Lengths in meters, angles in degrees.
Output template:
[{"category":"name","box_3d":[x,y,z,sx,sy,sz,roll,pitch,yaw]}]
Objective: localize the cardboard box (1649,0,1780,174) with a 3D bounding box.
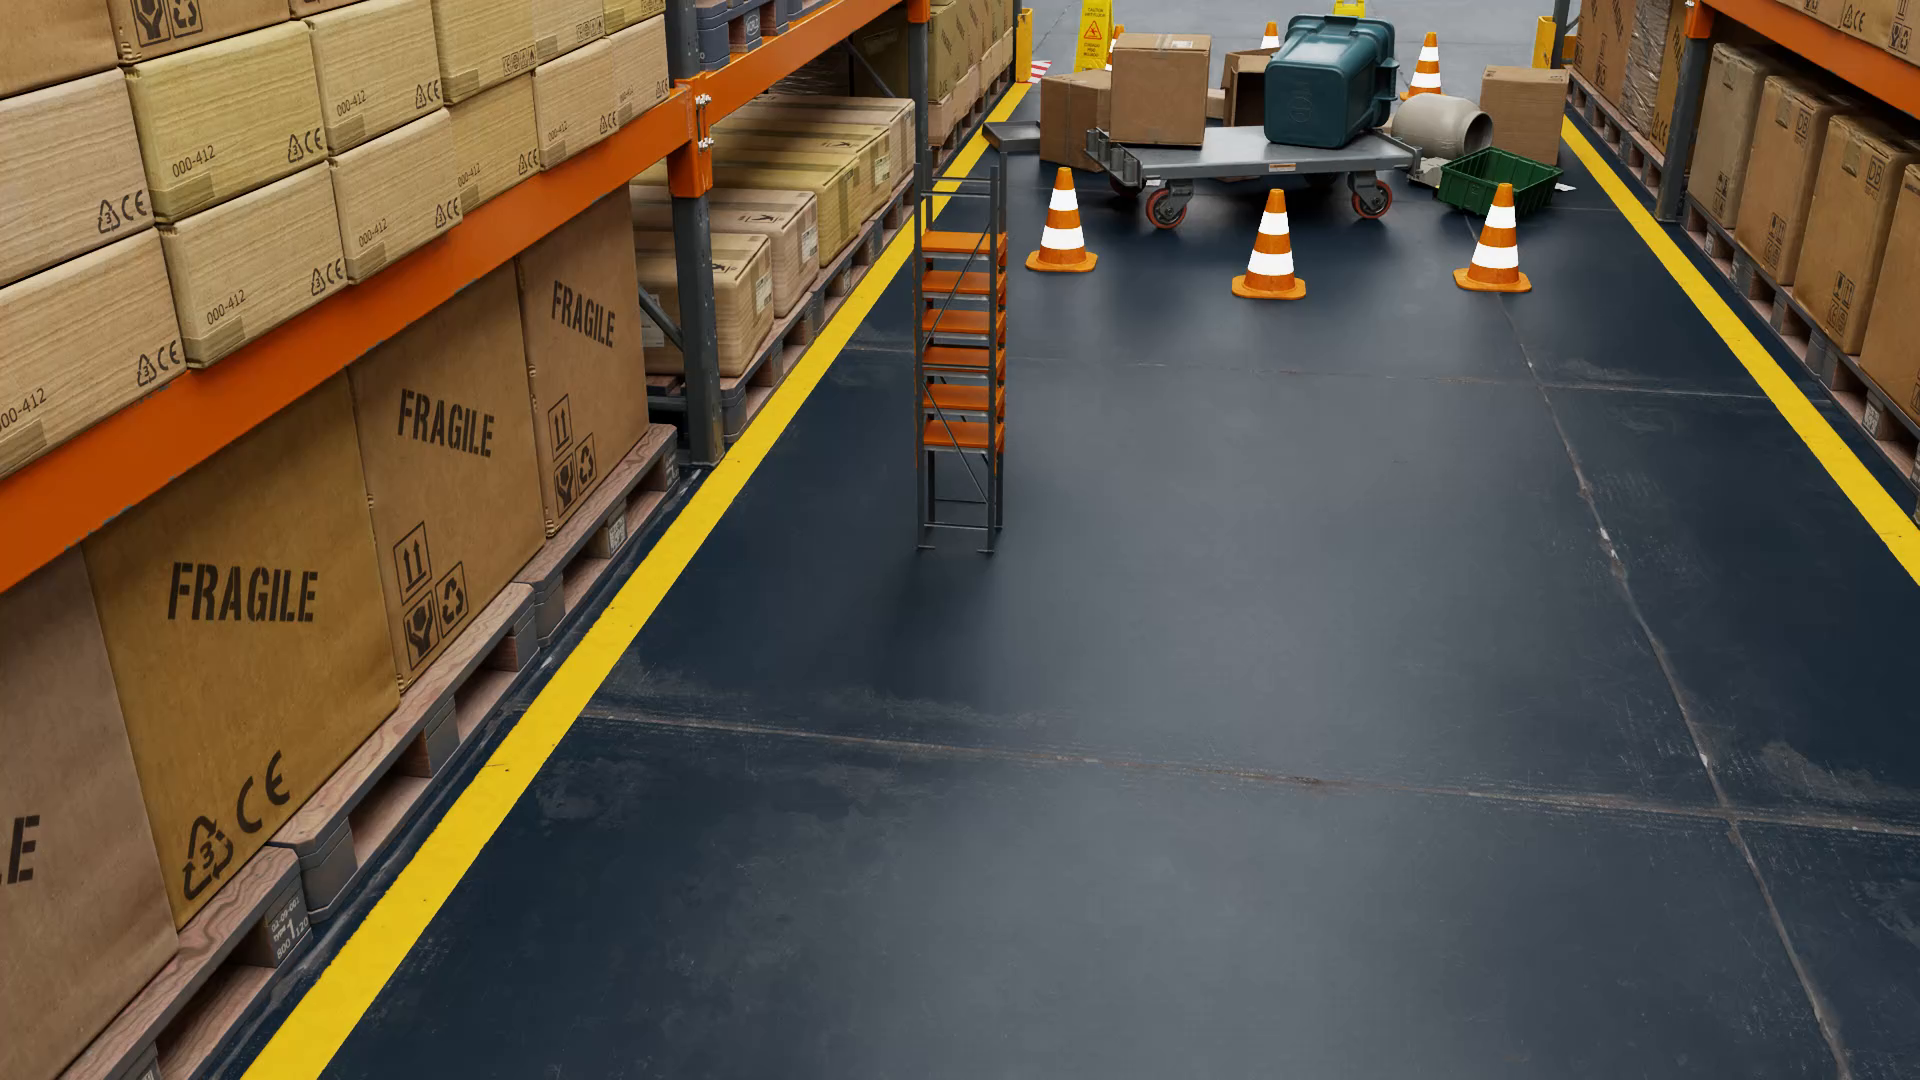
[{"category":"cardboard box","box_3d":[4.392,-2.521,9.109,0.875,0.875,0.875,4,25,9]}]

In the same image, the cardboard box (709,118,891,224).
[{"category":"cardboard box","box_3d":[-0.877,-1.816,8.195,0.950,0.372,0.625,6,26,12]}]

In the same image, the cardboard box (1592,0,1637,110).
[{"category":"cardboard box","box_3d":[4.687,-3.280,10.730,0.875,0.875,0.875,4,25,8]}]

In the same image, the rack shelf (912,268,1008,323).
[{"category":"rack shelf","box_3d":[0.002,-0.727,4.926,0.258,0.103,0.180,4,25,9]}]

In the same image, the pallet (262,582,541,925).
[{"category":"pallet","box_3d":[-1.738,0.433,4.076,1.003,0.211,1.213,4,25,9]}]

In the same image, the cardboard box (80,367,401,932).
[{"category":"cardboard box","box_3d":[-1.825,0.139,3.426,0.875,0.875,0.875,5,26,10]}]

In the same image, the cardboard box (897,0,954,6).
[{"category":"cardboard box","box_3d":[-0.237,-3.191,9.626,0.380,0.149,0.250,4,25,9]}]

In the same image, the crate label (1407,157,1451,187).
[{"category":"crate label","box_3d":[2.749,-2.130,9.638,0.298,0.136,0.250,-14,29,-27]}]

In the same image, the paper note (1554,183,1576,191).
[{"category":"paper note","box_3d":[3.437,-2.035,9.561,0.147,0.020,0.142,-14,29,-27]}]

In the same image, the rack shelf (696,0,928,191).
[{"category":"rack shelf","box_3d":[-1.006,-2.174,7.204,1.077,0.370,4.000,4,25,9]}]

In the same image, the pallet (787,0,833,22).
[{"category":"pallet","box_3d":[-1.050,-2.407,7.080,1.003,0.211,1.213,4,25,9]}]

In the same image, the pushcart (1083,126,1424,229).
[{"category":"pushcart","box_3d":[1.578,-2.011,9.102,1.648,0.377,0.936,-5,25,-10]}]

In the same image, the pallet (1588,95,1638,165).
[{"category":"pallet","box_3d":[4.619,-2.597,10.549,1.003,0.211,1.213,4,25,9]}]

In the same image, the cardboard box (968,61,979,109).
[{"category":"cardboard box","box_3d":[-0.157,-2.955,10.773,0.500,0.250,0.500,4,25,8]}]

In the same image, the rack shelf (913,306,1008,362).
[{"category":"rack shelf","box_3d":[0.002,-0.618,4.977,0.258,0.103,0.180,4,25,9]}]

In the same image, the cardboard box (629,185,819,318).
[{"category":"cardboard box","box_3d":[-1.118,-1.208,6.897,0.950,0.372,0.625,4,25,8]}]

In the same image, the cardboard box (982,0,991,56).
[{"category":"cardboard box","box_3d":[-0.071,-3.511,11.077,0.500,0.500,0.500,3,25,7]}]

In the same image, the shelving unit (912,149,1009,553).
[{"category":"shelving unit","box_3d":[0.002,-0.549,5.009,0.258,1.200,0.189,4,25,9]}]

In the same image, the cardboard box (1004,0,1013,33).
[{"category":"cardboard box","box_3d":[0.100,-3.940,11.993,0.500,0.500,0.500,4,25,9]}]

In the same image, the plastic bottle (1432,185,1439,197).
[{"category":"plastic bottle","box_3d":[2.777,-1.925,9.290,0.133,0.061,0.283,-9,27,-19]}]

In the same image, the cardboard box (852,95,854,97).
[{"category":"cardboard box","box_3d":[-0.848,-2.547,9.901,0.500,0.250,0.500,5,26,11]}]

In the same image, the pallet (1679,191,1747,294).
[{"category":"pallet","box_3d":[4.169,-1.444,8.087,1.003,0.211,1.213,4,25,9]}]

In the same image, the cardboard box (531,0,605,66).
[{"category":"cardboard box","box_3d":[-1.242,-1.387,4.262,0.500,0.250,0.500,3,25,7]}]

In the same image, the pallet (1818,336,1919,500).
[{"category":"pallet","box_3d":[3.770,-0.424,5.907,1.003,0.211,1.213,4,25,9]}]

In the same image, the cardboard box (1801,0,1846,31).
[{"category":"cardboard box","box_3d":[3.620,-2.247,6.394,0.500,0.500,0.500,4,25,9]}]

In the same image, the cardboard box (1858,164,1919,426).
[{"category":"cardboard box","box_3d":[3.755,-0.782,5.541,1.050,0.750,0.750,4,25,8]}]

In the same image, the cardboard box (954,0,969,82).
[{"category":"cardboard box","box_3d":[-0.241,-3.073,10.141,0.500,0.500,0.500,5,26,11]}]

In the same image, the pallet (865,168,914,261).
[{"category":"pallet","box_3d":[-0.805,-1.747,8.734,1.003,0.211,1.213,4,25,9]}]

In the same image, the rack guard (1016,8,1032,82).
[{"category":"rack guard","box_3d":[-0.038,-3.845,12.875,1.175,0.500,0.348,4,25,9]}]

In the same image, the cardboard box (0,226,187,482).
[{"category":"cardboard box","box_3d":[-1.572,-0.305,2.539,0.500,0.250,0.500,3,25,7]}]

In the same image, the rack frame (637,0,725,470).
[{"category":"rack frame","box_3d":[-1.333,-1.663,5.265,1.000,3.000,0.127,4,25,9]}]

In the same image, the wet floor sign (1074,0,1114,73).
[{"category":"wet floor sign","box_3d":[1.061,-3.948,12.923,0.267,0.644,0.232,13,28,26]}]

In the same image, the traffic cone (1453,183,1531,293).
[{"category":"traffic cone","box_3d":[2.512,-1.430,7.760,0.336,0.463,0.334,4,25,9]}]

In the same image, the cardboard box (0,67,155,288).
[{"category":"cardboard box","box_3d":[-1.579,-0.533,2.438,0.500,0.250,0.500,4,25,9]}]

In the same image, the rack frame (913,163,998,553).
[{"category":"rack frame","box_3d":[-0.013,-0.511,4.927,0.240,1.200,0.006,4,25,9]}]

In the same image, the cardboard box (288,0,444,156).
[{"category":"cardboard box","box_3d":[-1.390,-0.954,3.337,0.500,0.250,0.500,3,25,7]}]

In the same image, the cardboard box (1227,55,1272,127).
[{"category":"cardboard box","box_3d":[2.040,-2.638,10.132,0.797,0.637,0.503,4,25,9]}]

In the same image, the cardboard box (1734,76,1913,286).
[{"category":"cardboard box","box_3d":[4.046,-1.538,7.155,1.050,0.750,0.750,4,25,9]}]

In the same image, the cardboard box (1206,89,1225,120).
[{"category":"cardboard box","box_3d":[1.753,-3.030,11.548,0.380,0.149,0.250,19,31,35]}]

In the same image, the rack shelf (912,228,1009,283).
[{"category":"rack shelf","box_3d":[0.002,-0.835,4.875,0.258,0.103,0.180,4,25,9]}]

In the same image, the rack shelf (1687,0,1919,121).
[{"category":"rack shelf","box_3d":[3.894,-1.873,6.562,1.077,0.370,4.000,4,25,9]}]

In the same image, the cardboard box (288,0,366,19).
[{"category":"cardboard box","box_3d":[-1.413,-1.293,3.177,0.500,0.500,0.500,4,25,8]}]

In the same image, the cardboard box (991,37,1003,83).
[{"category":"cardboard box","box_3d":[0.015,-3.381,11.683,0.500,0.250,0.500,4,25,9]}]

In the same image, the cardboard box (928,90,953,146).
[{"category":"cardboard box","box_3d":[-0.317,-2.509,9.820,0.500,0.250,0.500,3,25,6]}]

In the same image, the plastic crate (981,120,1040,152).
[{"category":"plastic crate","box_3d":[0.386,-2.614,10.739,0.402,0.080,0.583,-5,25,-10]}]

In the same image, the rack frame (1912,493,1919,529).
[{"category":"rack frame","box_3d":[3.567,-1.362,4.622,1.000,3.000,0.127,4,25,9]}]

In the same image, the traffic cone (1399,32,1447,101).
[{"category":"traffic cone","box_3d":[3.386,-3.436,12.044,0.336,0.463,0.334,4,25,9]}]

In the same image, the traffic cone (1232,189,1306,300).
[{"category":"traffic cone","box_3d":[1.438,-1.381,7.654,0.336,0.463,0.334,4,25,9]}]

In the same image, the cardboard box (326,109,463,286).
[{"category":"cardboard box","box_3d":[-1.381,-0.726,3.440,0.500,0.250,0.500,4,25,8]}]

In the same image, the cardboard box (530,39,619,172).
[{"category":"cardboard box","box_3d":[-1.228,-1.151,4.347,0.500,0.250,0.500,4,25,9]}]

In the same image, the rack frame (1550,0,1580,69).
[{"category":"rack frame","box_3d":[4.874,-4.708,11.771,1.000,3.000,0.127,4,25,9]}]

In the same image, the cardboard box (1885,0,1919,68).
[{"category":"cardboard box","box_3d":[3.458,-1.823,5.489,0.500,0.500,0.500,4,25,9]}]

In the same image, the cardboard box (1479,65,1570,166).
[{"category":"cardboard box","box_3d":[3.462,-2.625,10.265,0.500,0.500,0.500,8,26,18]}]

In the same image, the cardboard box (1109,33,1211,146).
[{"category":"cardboard box","box_3d":[1.081,-2.436,8.972,0.500,0.500,0.500,4,25,9]}]

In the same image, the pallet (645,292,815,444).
[{"category":"pallet","box_3d":[-1.204,-0.727,6.554,1.003,0.211,1.213,4,25,9]}]

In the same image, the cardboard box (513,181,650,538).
[{"category":"cardboard box","box_3d":[-1.528,-0.608,5.021,0.875,0.875,0.875,4,25,8]}]

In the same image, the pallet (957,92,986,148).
[{"category":"pallet","box_3d":[-0.408,-2.868,11.129,1.003,0.211,1.213,4,25,9]}]

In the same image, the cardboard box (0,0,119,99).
[{"category":"cardboard box","box_3d":[-1.576,-0.867,2.267,0.500,0.500,0.500,4,25,8]}]
